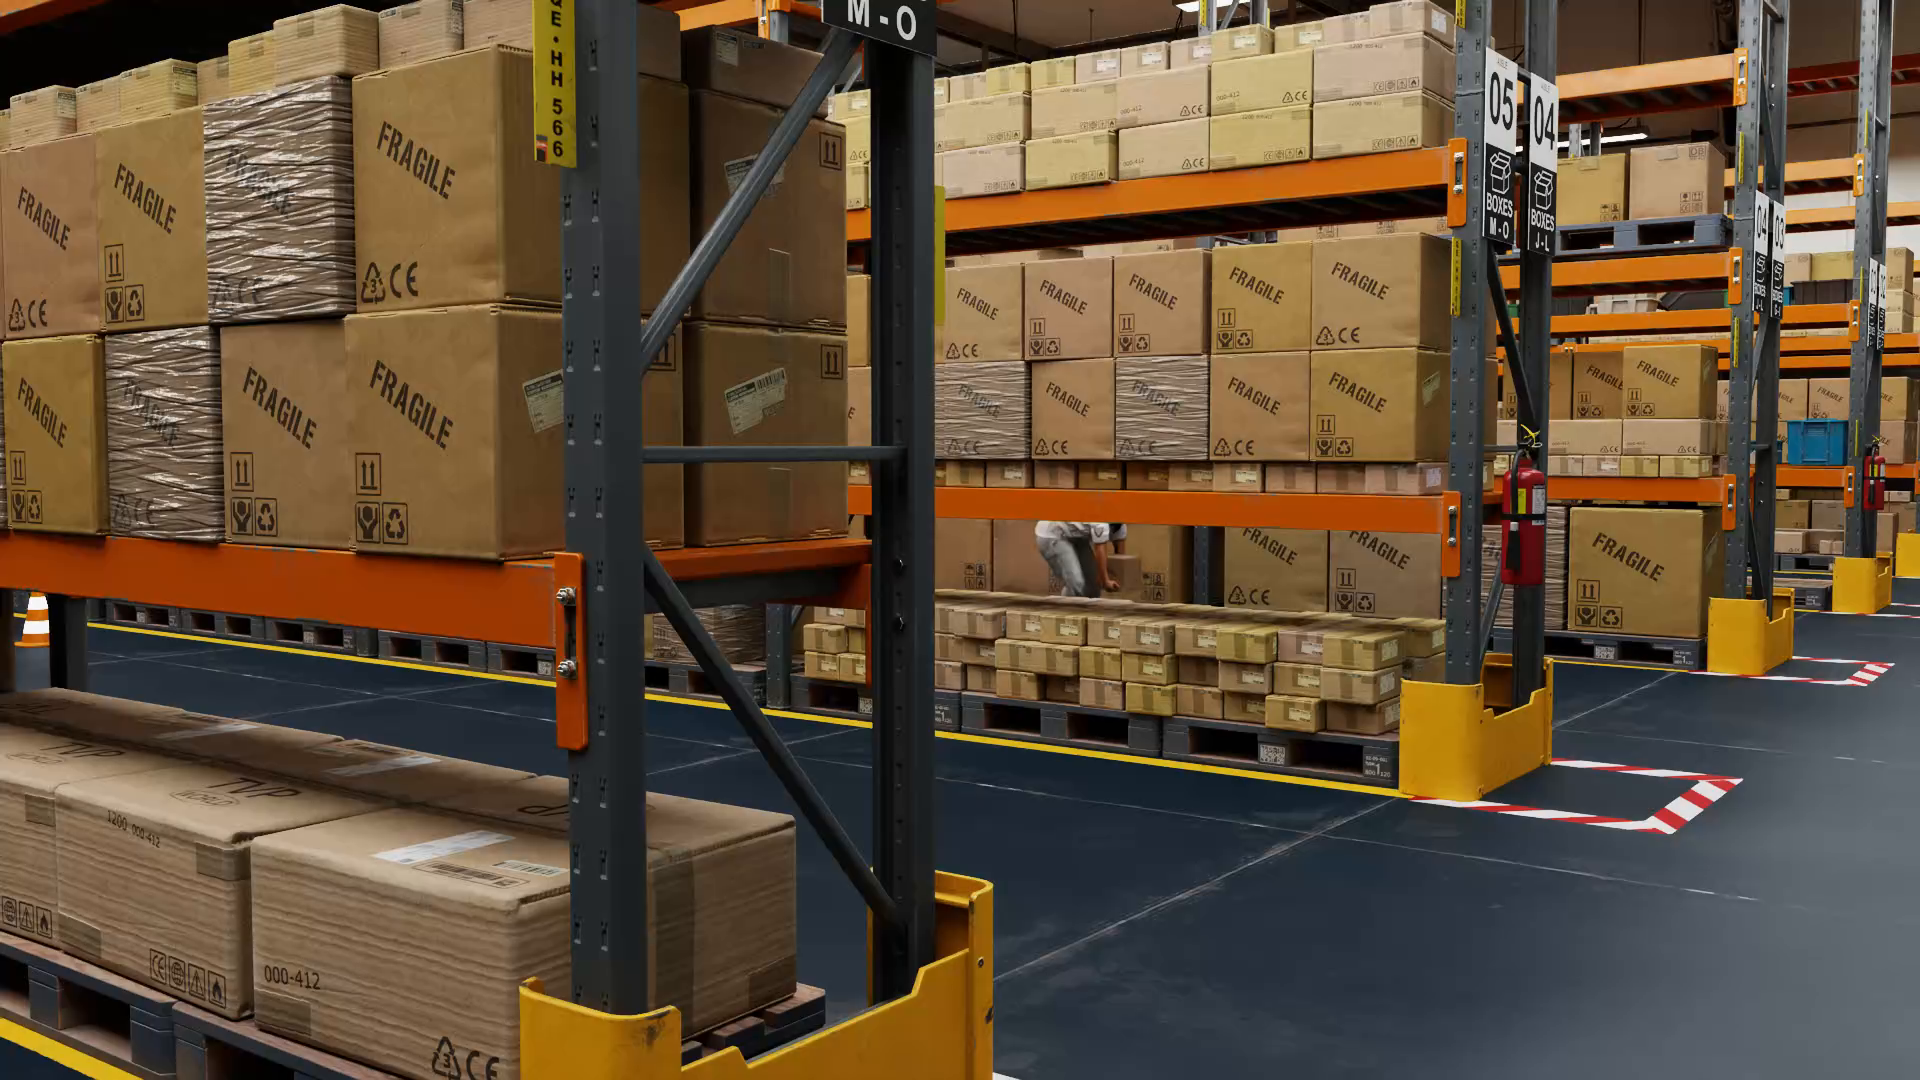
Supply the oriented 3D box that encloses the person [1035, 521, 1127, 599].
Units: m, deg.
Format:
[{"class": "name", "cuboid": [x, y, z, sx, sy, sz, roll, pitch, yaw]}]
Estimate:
[{"class": "person", "cuboid": [1.020, 0.185, 12.772, 0.902, 1.228, 0.472, 2, 4, 32]}]
